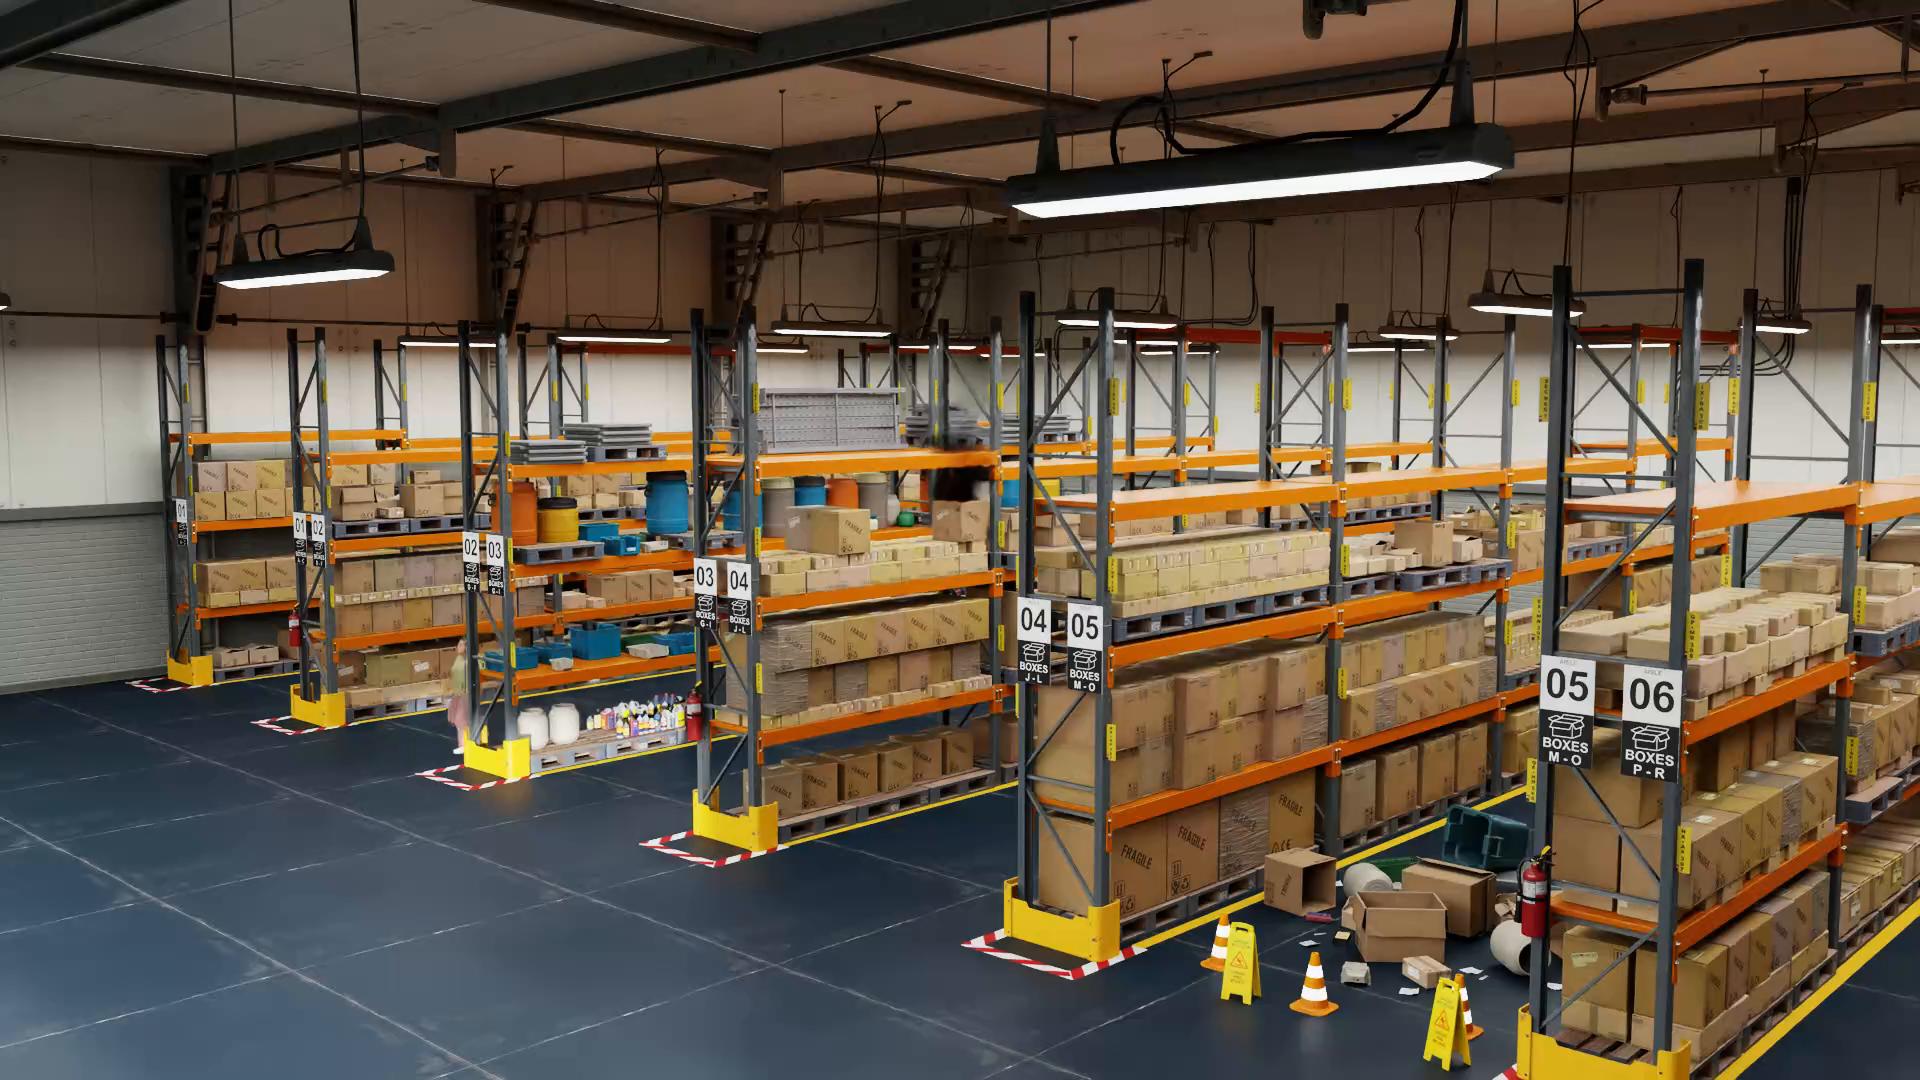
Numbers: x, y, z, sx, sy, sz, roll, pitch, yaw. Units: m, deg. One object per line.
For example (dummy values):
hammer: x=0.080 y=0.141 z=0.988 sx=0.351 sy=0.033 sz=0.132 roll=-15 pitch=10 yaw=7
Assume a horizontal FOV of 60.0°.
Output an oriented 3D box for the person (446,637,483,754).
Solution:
person: x=-6.919 y=2.182 z=23.405 sx=0.590 sy=1.599 sz=0.566 roll=4 pitch=7 yaw=35
